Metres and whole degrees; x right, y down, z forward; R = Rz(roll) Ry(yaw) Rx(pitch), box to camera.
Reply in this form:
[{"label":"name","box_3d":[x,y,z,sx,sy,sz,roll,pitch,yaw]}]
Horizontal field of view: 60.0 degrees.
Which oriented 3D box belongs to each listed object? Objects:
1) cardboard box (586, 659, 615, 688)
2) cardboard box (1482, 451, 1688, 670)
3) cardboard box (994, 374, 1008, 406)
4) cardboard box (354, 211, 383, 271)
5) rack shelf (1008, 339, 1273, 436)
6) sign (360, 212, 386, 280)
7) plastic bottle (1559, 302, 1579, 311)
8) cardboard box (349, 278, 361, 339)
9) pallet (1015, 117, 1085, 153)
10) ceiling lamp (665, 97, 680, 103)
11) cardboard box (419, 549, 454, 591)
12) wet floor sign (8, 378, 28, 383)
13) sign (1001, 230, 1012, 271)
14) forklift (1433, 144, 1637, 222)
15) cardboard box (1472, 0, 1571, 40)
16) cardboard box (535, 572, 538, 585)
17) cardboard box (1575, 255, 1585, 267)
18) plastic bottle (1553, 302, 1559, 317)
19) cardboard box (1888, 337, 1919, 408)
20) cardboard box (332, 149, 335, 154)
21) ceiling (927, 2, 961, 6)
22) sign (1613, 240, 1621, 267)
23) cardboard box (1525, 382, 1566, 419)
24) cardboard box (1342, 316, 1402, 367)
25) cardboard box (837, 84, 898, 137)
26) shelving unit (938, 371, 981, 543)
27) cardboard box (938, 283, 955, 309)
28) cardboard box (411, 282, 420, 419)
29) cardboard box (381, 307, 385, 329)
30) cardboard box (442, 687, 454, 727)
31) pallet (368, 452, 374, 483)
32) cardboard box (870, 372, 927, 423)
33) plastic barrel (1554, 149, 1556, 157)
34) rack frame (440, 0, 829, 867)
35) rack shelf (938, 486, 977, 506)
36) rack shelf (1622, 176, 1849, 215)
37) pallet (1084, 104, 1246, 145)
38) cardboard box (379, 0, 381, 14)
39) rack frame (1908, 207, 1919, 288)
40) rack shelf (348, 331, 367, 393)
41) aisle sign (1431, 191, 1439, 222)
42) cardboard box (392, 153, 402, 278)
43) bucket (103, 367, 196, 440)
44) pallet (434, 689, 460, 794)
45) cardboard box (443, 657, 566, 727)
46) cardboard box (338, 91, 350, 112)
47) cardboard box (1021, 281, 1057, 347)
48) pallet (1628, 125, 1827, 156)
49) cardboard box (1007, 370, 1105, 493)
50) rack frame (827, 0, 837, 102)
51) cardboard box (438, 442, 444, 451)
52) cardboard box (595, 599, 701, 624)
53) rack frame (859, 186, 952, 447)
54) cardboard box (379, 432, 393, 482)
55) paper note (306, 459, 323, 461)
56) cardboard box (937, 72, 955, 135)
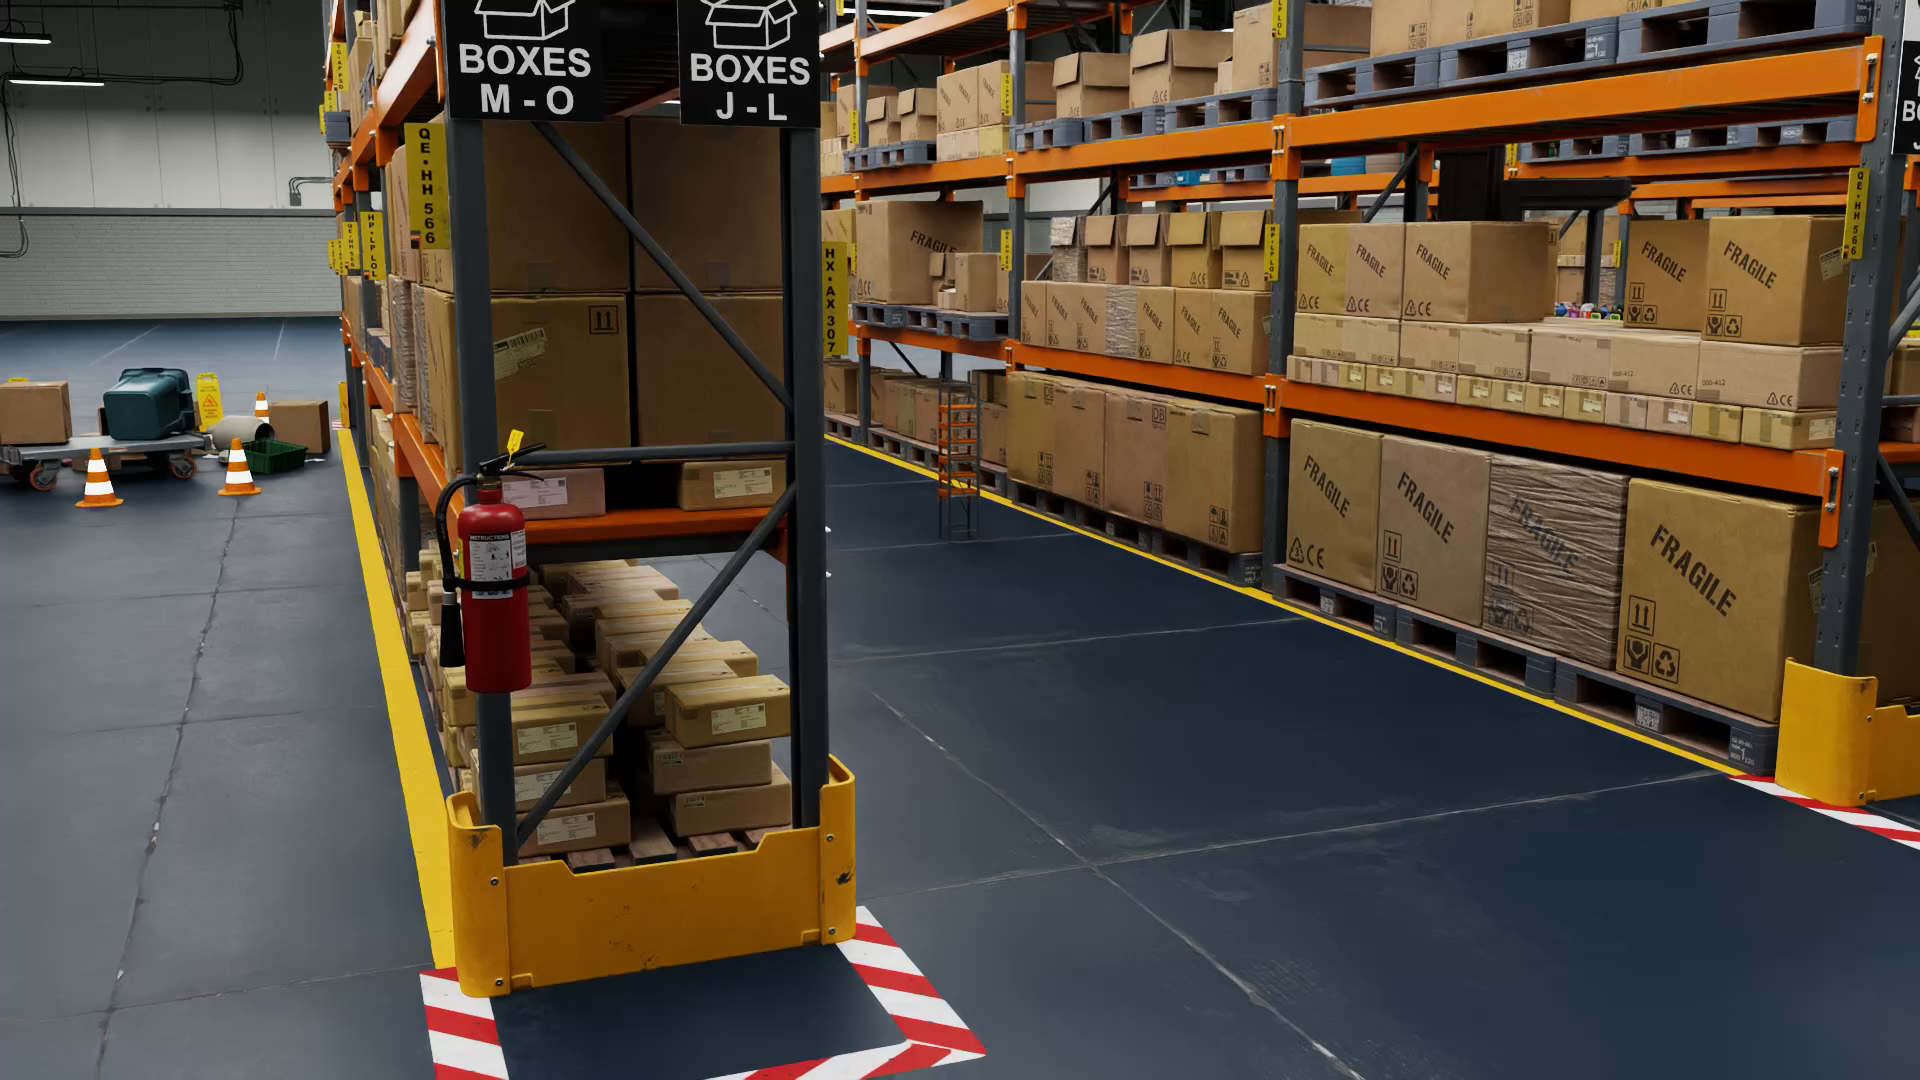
[{"label":"cardboard box","box_3d":[-1.224,0.542,6.398,0.380,0.149,0.250,-4,11,-24]},{"label":"cardboard box","box_3d":[3.145,0.056,7.911,0.875,0.875,0.875,-4,11,-21]},{"label":"cardboard box","box_3d":[0.611,-1.304,14.427,0.500,0.250,0.500,-3,11,-19]},{"label":"cardboard box","box_3d":[-5.329,-2.864,15.945,0.875,0.550,0.550,-4,11,-21]},{"label":"rack shelf","box_3d":[1.607,-1.161,11.936,1.077,0.370,4.000,-4,11,-21]},{"label":"sign","box_3d":[-2.844,-1.425,8.058,0.100,0.325,0.005,-4,11,-21]},{"label":"plastic bottle","box_3d":[5.495,-2.013,15.028,0.152,0.276,0.135,-4,11,-21]},{"label":"cardboard box","box_3d":[-4.925,-1.978,14.192,0.500,0.500,0.500,-4,11,-21]},{"label":"pallet","box_3d":[1.165,-3.124,12.890,1.213,0.211,1.003,-3,11,-18]},{"label":"ceiling lamp","box_3d":[-8.043,-13.344,44.575,2.000,3.185,0.800,-4,11,-21]},{"label":"cardboard box","box_3d":[-2.352,0.132,7.858,0.380,0.149,0.250,-3,11,-18]},{"label":"wet floor sign","box_3d":[-10.325,-1.458,18.276,0.267,0.644,0.232,0,10,-1]},{"label":"sign","box_3d":[0.379,-2.337,13.412,0.100,0.325,0.005,-4,11,-21]},{"label":"forklift","box_3d":[3.927,-1.355,11.167,3.031,2.935,1.130,4,11,19]},{"label":"cardboard box","box_3d":[2.919,-2.664,7.999,0.700,0.500,0.500,-3,11,-18]},{"label":"cardboard box","box_3d":[-2.349,-0.004,9.316,0.500,0.500,0.500,-3,11,-19]},{"label":"cardboard box","box_3d":[8.183,-3.605,21.485,0.380,0.149,0.250,-4,11,-23]},{"label":"plastic bottle","box_3d":[5.354,-2.004,14.974,0.152,0.276,0.135,-4,11,-21]},{"label":"cardboard box","box_3d":[3.859,-0.704,6.891,0.500,0.250,0.500,-4,11,-22]},{"label":"cardboard box","box_3d":[-6.668,-4.300,18.194,0.380,0.149,0.250,-4,11,-21]},{"label":"ceiling","box_3d":[0.921,-16.235,51.801,6.000,0.001,6.000,-4,11,-21]},{"label":"sign","box_3d":[8.150,-3.552,20.628,0.100,0.325,0.005,-4,11,-21]},{"label":"cardboard box","box_3d":[2.879,-0.658,7.773,0.380,0.149,0.250,-4,11,-21]},{"label":"cardboard box","box_3d":[2.433,-1.087,9.042,0.500,0.250,0.500,-4,11,-21]},{"label":"cardboard box","box_3d":[-0.968,-4.470,17.360,0.500,0.500,0.500,-4,11,-23]},{"label":"shelving unit","box_3d":[-0.005,-0.593,11.828,0.258,1.200,0.189,-4,11,-21]},{"label":"cardboard box","box_3d":[0.026,-2.237,15.117,0.396,0.266,0.258,-4,11,-23]},{"label":"cardboard box","box_3d":[-1.827,-0.739,6.374,0.500,0.500,0.500,-3,11,-18]},{"label":"cardboard box","box_3d":[-3.804,-1.541,11.534,0.380,0.149,0.250,-4,11,-22]},{"label":"cardboard box","box_3d":[-1.726,0.576,6.207,0.380,0.149,0.250,-4,11,-20]},{"label":"pallet","box_3d":[-4.877,-0.702,15.265,1.003,0.211,1.213,-4,11,-21]},{"label":"cardboard box","box_3d":[-0.675,-1.538,17.943,0.500,0.500,0.500,-4,11,-23]},{"label":"plastic barrel","box_3d":[5.671,-3.758,15.598,0.421,0.512,0.421,0,10,0]},{"label":"rack frame","box_3d":[-0.879,-0.238,4.691,1.000,3.000,0.127,-4,11,-21]},{"label":"rack shelf","box_3d":[-0.005,-0.313,11.878,0.258,0.103,0.180,-4,11,-21]},{"label":"rack shelf","box_3d":[9.391,-3.919,18.875,1.077,0.370,4.000,-4,11,-21]},{"label":"pallet","box_3d":[1.573,-2.941,11.865,1.003,0.211,1.213,-3,11,-18]},{"label":"cardboard box","box_3d":[-2.201,-2.364,7.081,0.500,0.250,0.500,-4,11,-21]},{"label":"rack frame","box_3d":[10.116,-2.470,17.239,1.000,3.000,0.127,-4,11,-21]},{"label":"rack shelf","box_3d":[-4.502,-1.516,13.930,1.077,0.370,4.000,-4,11,-21]},{"label":"aisle sign","box_3d":[6.908,-5.047,24.304,0.394,0.787,0.004,-4,11,-21]},{"label":"cardboard box","box_3d":[-2.036,-1.321,6.794,0.500,0.500,0.500,-4,11,-20]},{"label":"bucket","box_3d":[-7.425,-1.209,15.158,0.726,0.611,0.620,0,20,-1]},{"label":"pallet","box_3d":[-1.606,0.789,6.880,1.003,0.211,1.213,-4,11,-21]},{"label":"cardboard box","box_3d":[-1.556,0.517,5.690,0.380,0.149,0.250,-4,11,-22]},{"label":"cardboard box","box_3d":[-4.436,-3.384,12.583,0.500,0.311,0.500,-4,11,-21]},{"label":"cardboard box","box_3d":[0.804,-1.794,13.157,0.500,0.500,0.500,-4,11,-19]},{"label":"pallet","box_3d":[6.159,-3.194,13.283,1.003,0.211,1.213,-4,11,-21]},{"label":"cardboard box","box_3d":[1.112,-0.888,13.217,1.225,0.875,0.875,-4,11,-24]},{"label":"rack frame","box_3d":[-2.017,-6.101,20.524,1.000,3.000,0.127,-4,11,-21]},{"label":"cardboard box","box_3d":[-1.868,-0.447,6.586,0.380,0.149,0.250,-3,11,-19]},{"label":"cardboard box","box_3d":[-1.247,0.346,6.654,0.380,0.149,0.250,-4,11,-20]},{"label":"rack frame","box_3d":[-0.568,-2.495,17.379,1.000,3.000,0.127,-4,11,-21]},{"label":"cardboard box","box_3d":[-3.212,-0.511,10.027,0.500,0.250,0.500,-4,11,-23]},{"label":"paper note","box_3d":[-6.315,-0.787,16.256,0.142,0.020,0.147,5,11,28]},{"label":"cardboard box","box_3d":[0.115,-3.841,14.668,0.500,0.500,0.500,-4,11,-20]}]
